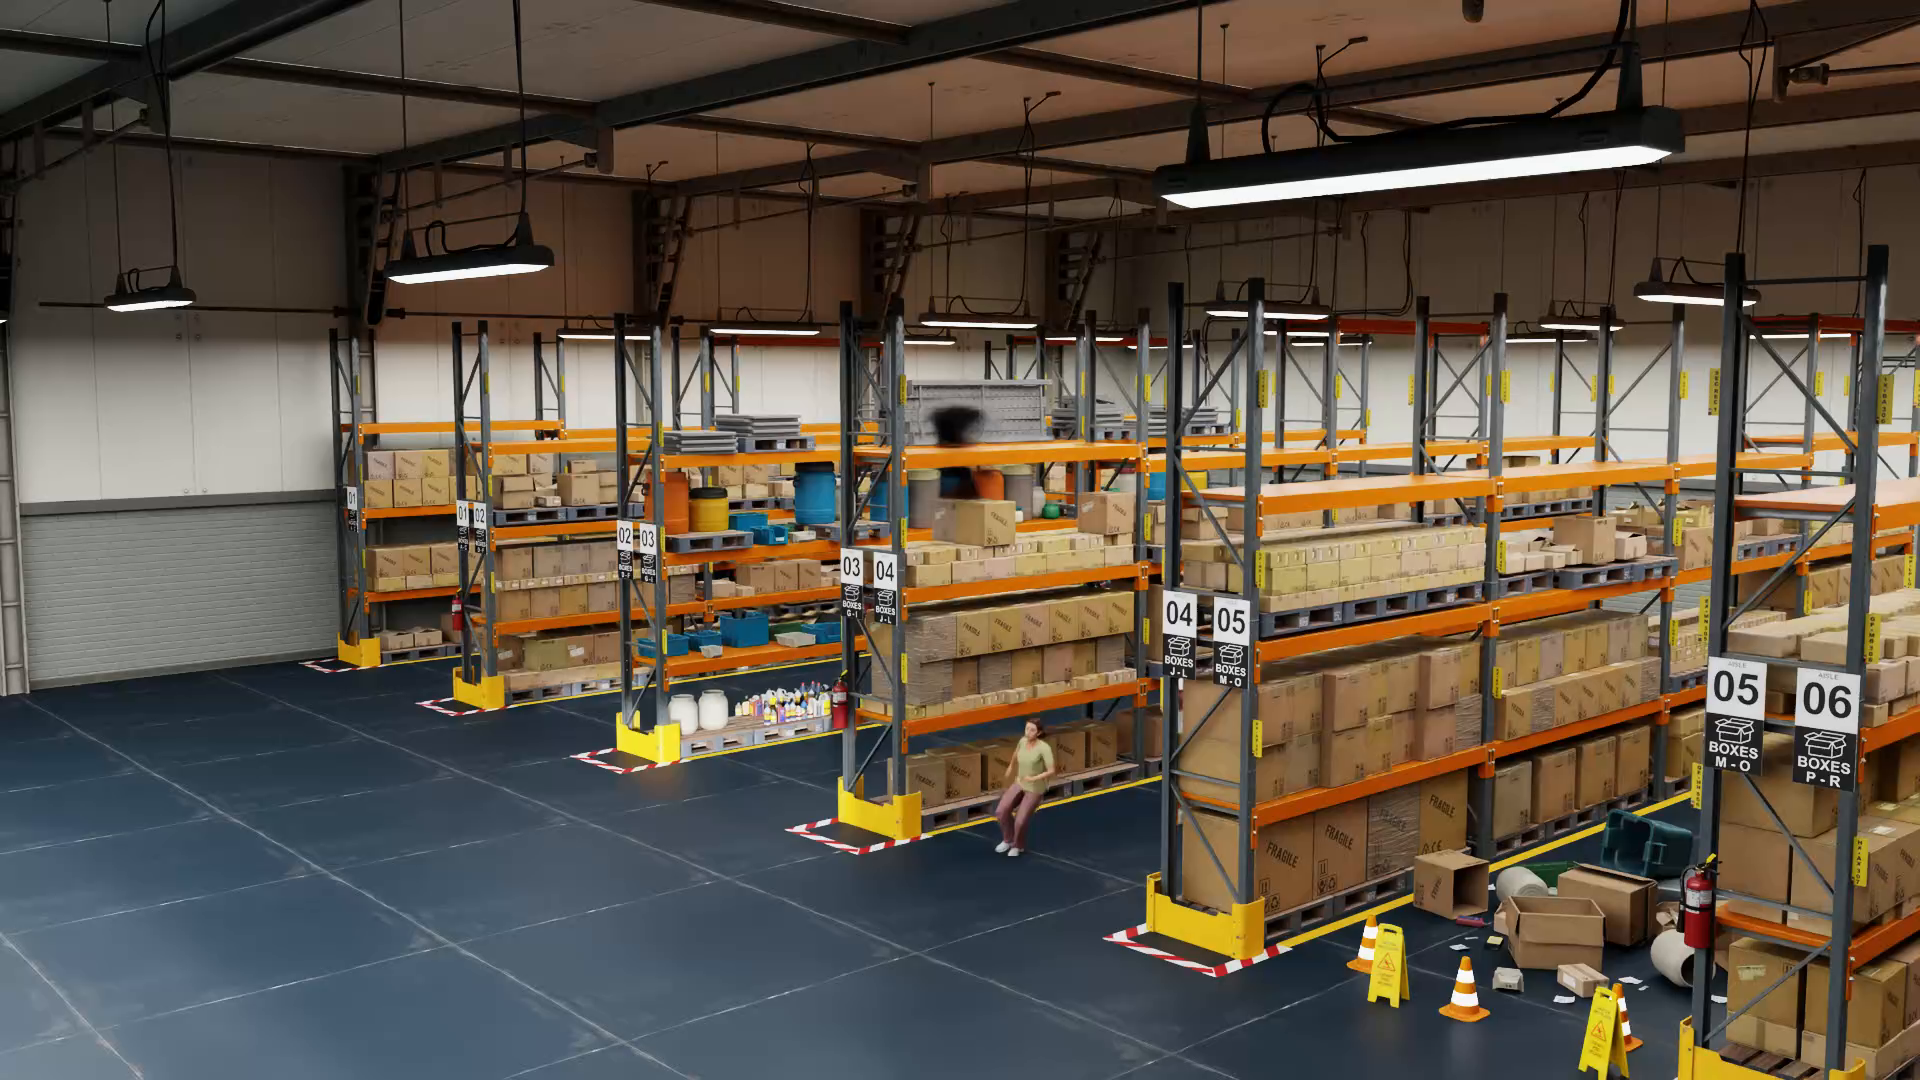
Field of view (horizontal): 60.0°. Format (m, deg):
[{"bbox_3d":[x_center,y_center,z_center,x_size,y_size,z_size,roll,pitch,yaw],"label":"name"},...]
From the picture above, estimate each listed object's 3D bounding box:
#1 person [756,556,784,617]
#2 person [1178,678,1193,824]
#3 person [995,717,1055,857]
[{"bbox_3d":[-3.735,1.075,32.818,0.742,1.737,0.581,-5,7,-40],"label":"person"},{"bbox_3d":[2.650,2.417,19.269,0.666,1.711,0.735,3,6,27],"label":"person"},{"bbox_3d":[0.681,2.644,17.698,0.749,1.566,0.622,3,7,31],"label":"person"}]
